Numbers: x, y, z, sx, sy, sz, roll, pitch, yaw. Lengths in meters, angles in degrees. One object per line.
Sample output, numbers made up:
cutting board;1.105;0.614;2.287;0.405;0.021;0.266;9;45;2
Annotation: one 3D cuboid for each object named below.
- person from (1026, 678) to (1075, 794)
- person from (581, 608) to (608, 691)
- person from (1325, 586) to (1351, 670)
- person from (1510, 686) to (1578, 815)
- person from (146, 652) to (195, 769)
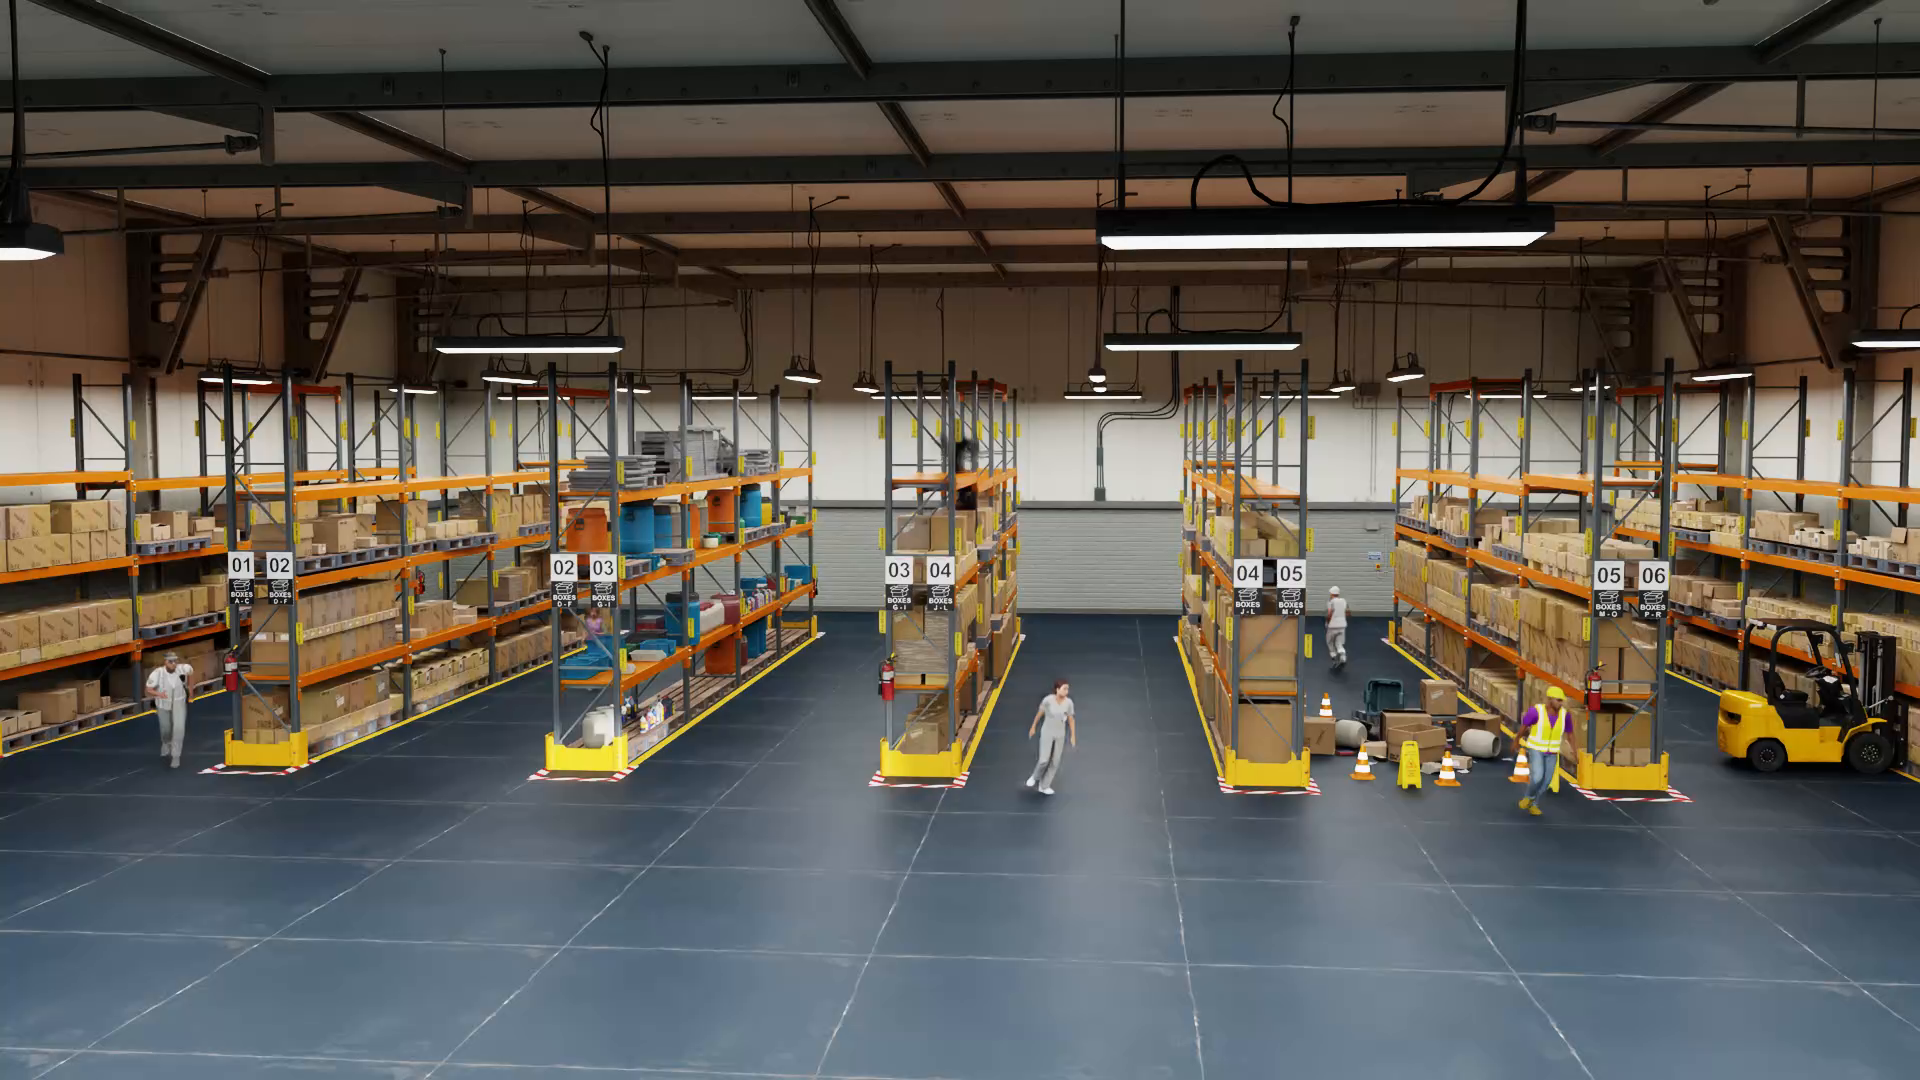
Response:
person;1.246;2.694;22.876;0.619;1.619;0.547;-1;4;-17
person;-7.060;2.070;32.109;0.543;1.591;0.888;0;4;-2
person;7.893;1.856;34.540;0.627;1.762;0.833;-1;4;-12
person;7.579;2.728;21.523;0.700;1.721;0.655;-1;4;-8
person;-11.891;2.513;25.056;0.691;1.746;1.051;-2;4;-31
